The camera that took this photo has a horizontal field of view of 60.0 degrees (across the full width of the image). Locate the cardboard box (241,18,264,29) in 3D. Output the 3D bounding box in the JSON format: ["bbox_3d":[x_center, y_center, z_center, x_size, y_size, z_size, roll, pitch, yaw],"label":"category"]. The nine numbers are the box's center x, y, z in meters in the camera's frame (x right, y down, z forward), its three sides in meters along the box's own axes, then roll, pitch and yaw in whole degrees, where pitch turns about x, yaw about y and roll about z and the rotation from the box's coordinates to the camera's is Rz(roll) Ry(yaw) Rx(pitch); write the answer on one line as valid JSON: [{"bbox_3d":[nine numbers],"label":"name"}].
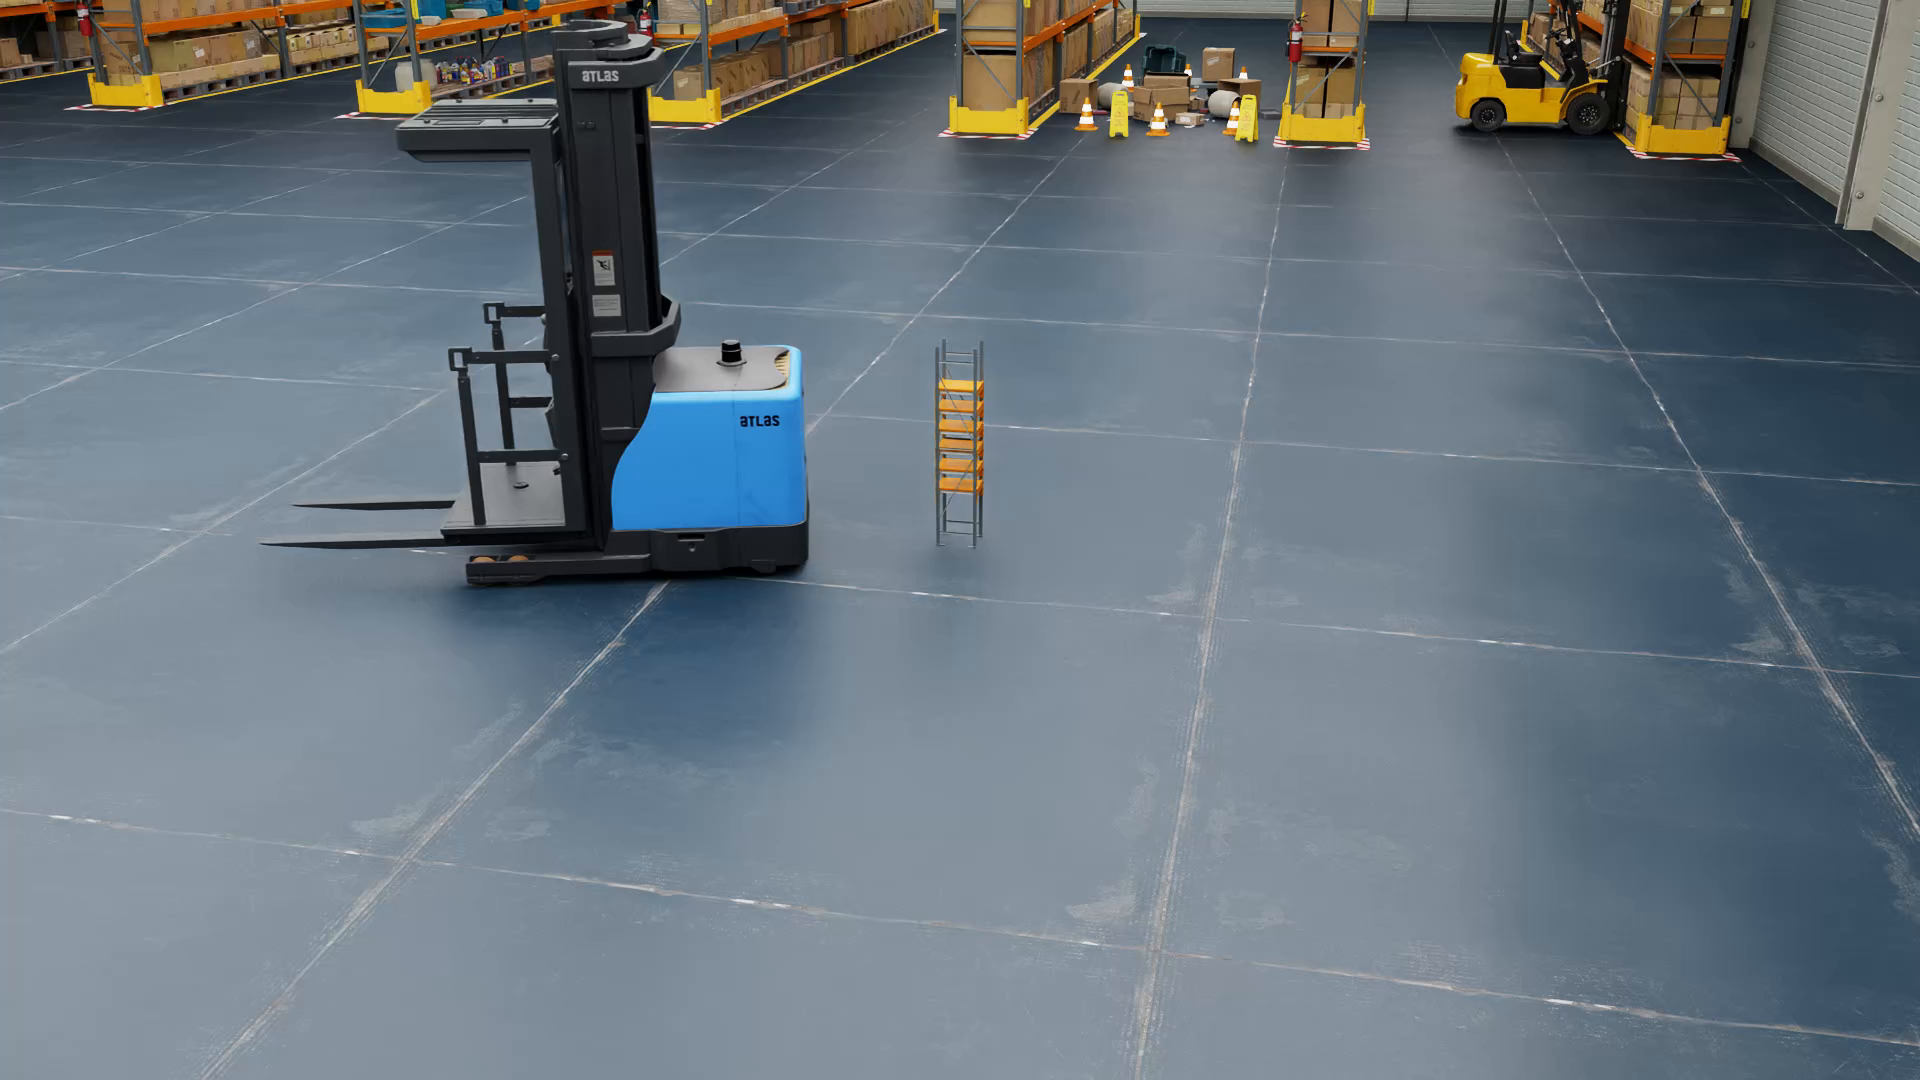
[{"bbox_3d":[-16.676,-12.172,38.377,0.750,0.750,0.750,5,23,13],"label":"cardboard box"}]

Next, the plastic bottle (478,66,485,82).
[{"bbox_3d":[-8.435,-8.217,29.305,0.097,0.271,0.097,0,22,0],"label":"plastic bottle"}]

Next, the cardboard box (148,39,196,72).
[{"bbox_3d":[-13.663,-8.412,28.839,0.500,0.500,0.500,4,22,11],"label":"cardboard box"}]

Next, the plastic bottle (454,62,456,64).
[{"bbox_3d":[-9.029,-8.416,29.797,0.097,0.271,0.097,0,22,0],"label":"plastic bottle"}]

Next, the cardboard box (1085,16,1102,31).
[{"bbox_3d":[2.555,-10.339,33.290,0.500,0.250,0.500,4,22,10],"label":"cardboard box"}]

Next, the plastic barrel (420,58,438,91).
[{"bbox_3d":[-9.080,-7.874,28.158,0.421,0.512,0.421,0,22,0],"label":"plastic barrel"}]

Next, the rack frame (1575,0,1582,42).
[{"bbox_3d":[11.800,-9.819,30.219,1.000,3.000,0.127,4,22,11],"label":"rack frame"}]

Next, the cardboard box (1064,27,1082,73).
[{"bbox_3d":[1.687,-9.152,31.012,1.050,0.750,0.750,5,22,12],"label":"cardboard box"}]

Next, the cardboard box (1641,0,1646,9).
[{"bbox_3d":[10.202,-7.860,24.352,0.380,0.149,0.250,5,22,11],"label":"cardboard box"}]

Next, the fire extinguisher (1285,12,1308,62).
[{"bbox_3d":[4.834,-7.228,23.889,0.296,0.674,0.183,4,22,11],"label":"fire extinguisher"}]

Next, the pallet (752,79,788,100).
[{"bbox_3d":[-3.680,-7.947,29.303,1.003,0.211,1.213,4,22,11],"label":"pallet"}]

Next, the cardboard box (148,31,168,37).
[{"bbox_3d":[-17.404,-10.862,35.565,0.700,0.500,0.500,5,22,12],"label":"cardboard box"}]

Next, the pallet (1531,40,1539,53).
[{"bbox_3d":[13.005,-10.687,36.107,1.003,0.211,1.213,4,22,11],"label":"pallet"}]

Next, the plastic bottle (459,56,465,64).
[{"bbox_3d":[-8.997,-8.578,30.095,0.144,0.351,0.185,5,22,12],"label":"plastic bottle"}]

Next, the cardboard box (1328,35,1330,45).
[{"bbox_3d":[5.618,-7.356,24.439,0.380,0.149,0.250,5,22,12],"label":"cardboard box"}]

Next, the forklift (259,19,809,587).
[{"bbox_3d":[-2.401,-1.303,9.166,3.031,2.935,1.130,-2,22,-4],"label":"forklift"}]

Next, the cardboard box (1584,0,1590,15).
[{"bbox_3d":[11.363,-9.422,29.435,0.500,0.250,0.500,4,22,10],"label":"cardboard box"}]

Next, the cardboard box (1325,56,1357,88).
[{"bbox_3d":[6.061,-7.391,26.304,0.500,0.500,0.500,6,23,14],"label":"cardboard box"}]

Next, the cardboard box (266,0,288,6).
[{"bbox_3d":[-13.217,-10.359,31.761,0.500,0.250,0.500,6,23,14],"label":"cardboard box"}]

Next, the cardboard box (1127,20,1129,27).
[{"bbox_3d":[3.681,-11.877,38.186,0.380,0.149,0.250,5,22,12],"label":"cardboard box"}]

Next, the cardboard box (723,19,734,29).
[{"bbox_3d":[-3.878,-8.360,26.931,0.380,0.149,0.250,4,22,11],"label":"cardboard box"}]

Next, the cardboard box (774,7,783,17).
[{"bbox_3d":[-3.333,-9.271,29.195,0.380,0.149,0.250,4,22,11],"label":"cardboard box"}]

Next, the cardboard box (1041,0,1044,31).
[{"bbox_3d":[0.869,-8.415,26.531,0.875,0.550,0.500,4,22,11],"label":"cardboard box"}]

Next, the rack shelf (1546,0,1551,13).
[{"bbox_3d":[13.025,-11.680,35.802,1.077,0.370,4.000,4,22,11],"label":"rack shelf"}]

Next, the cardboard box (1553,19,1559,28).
[{"bbox_3d":[12.283,-10.507,33.844,0.380,0.149,0.250,6,23,13],"label":"cardboard box"}]

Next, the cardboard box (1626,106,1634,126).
[{"bbox_3d":[10.065,-6.190,24.326,0.500,0.250,0.500,4,22,11],"label":"cardboard box"}]

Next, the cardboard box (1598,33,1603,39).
[{"bbox_3d":[12.265,-9.515,31.378,0.380,0.149,0.250,5,22,12],"label":"cardboard box"}]

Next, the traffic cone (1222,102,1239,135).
[{"bbox_3d":[4.133,-6.349,24.999,0.336,0.463,0.334,4,22,11],"label":"traffic cone"}]

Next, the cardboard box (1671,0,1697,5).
[{"bbox_3d":[10.035,-7.526,23.124,0.380,0.149,0.250,5,22,11],"label":"cardboard box"}]

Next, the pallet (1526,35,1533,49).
[{"bbox_3d":[13.256,-11.132,37.212,1.003,0.211,1.213,4,22,11],"label":"pallet"}]

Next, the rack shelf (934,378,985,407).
[{"bbox_3d":[-0.003,-0.844,9.498,0.258,0.103,0.180,4,22,11],"label":"rack shelf"}]

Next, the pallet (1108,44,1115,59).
[{"bbox_3d":[2.733,-10.421,35.447,1.003,0.211,1.213,4,22,11],"label":"pallet"}]

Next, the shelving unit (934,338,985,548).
[{"bbox_3d":[-0.003,-0.551,9.616,0.258,1.200,0.189,4,22,11],"label":"shelving unit"}]

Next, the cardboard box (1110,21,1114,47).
[{"bbox_3d":[2.986,-10.745,35.302,0.500,0.500,0.500,4,22,10],"label":"cardboard box"}]

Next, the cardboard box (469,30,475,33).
[{"bbox_3d":[-11.462,-12.013,38.424,0.500,0.500,0.500,4,22,11],"label":"cardboard box"}]

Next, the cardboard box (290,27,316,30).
[{"bbox_3d":[-13.162,-10.151,33.412,0.500,0.311,0.500,4,22,10],"label":"cardboard box"}]

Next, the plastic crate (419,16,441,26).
[{"bbox_3d":[-8.745,-8.584,27.505,0.298,0.136,0.250,4,22,11],"label":"plastic crate"}]

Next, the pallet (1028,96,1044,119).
[{"bbox_3d":[0.779,-7.061,27.102,1.003,0.211,1.213,4,22,11],"label":"pallet"}]

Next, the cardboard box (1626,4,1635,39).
[{"bbox_3d":[10.446,-7.883,25.279,0.500,0.500,0.500,4,22,10],"label":"cardboard box"}]

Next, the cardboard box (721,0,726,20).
[{"bbox_3d":[-4.270,-8.601,26.663,0.875,0.500,0.500,4,22,11],"label":"cardboard box"}]

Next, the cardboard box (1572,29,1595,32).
[{"bbox_3d":[11.874,-9.644,31.699,0.380,0.149,0.250,5,22,12],"label":"cardboard box"}]

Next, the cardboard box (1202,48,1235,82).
[{"bbox_3d":[4.376,-8.050,28.158,0.500,0.500,0.500,4,22,11],"label":"cardboard box"}]

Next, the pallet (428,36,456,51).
[{"bbox_3d":[-12.018,-11.130,37.206,1.003,0.211,1.213,4,22,11],"label":"pallet"}]

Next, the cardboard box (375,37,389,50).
[{"bbox_3d":[-12.327,-10.417,34.821,0.500,0.250,0.500,5,22,12],"label":"cardboard box"}]

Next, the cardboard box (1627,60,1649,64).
[{"bbox_3d":[10.374,-7.217,25.539,0.500,0.250,0.500,5,23,13],"label":"cardboard box"}]

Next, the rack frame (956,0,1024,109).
[{"bbox_3d":[0.442,-7.611,24.736,1.000,3.000,0.127,4,22,11],"label":"rack frame"}]

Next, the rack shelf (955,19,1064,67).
[{"bbox_3d":[0.850,-8.009,26.687,1.077,0.370,4.000,4,22,11],"label":"rack shelf"}]

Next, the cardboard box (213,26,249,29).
[{"bbox_3d":[-13.675,-9.367,31.211,0.500,0.500,0.500,4,22,11],"label":"cardboard box"}]

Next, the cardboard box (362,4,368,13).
[{"bbox_3d":[-15.721,-13.782,42.843,0.700,0.500,0.500,4,22,11],"label":"cardboard box"}]

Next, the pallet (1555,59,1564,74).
[{"bbox_3d":[12.241,-9.241,32.516,1.003,0.211,1.213,4,22,11],"label":"pallet"}]

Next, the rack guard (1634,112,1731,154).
[{"bbox_3d":[10.163,-5.725,23.400,1.175,0.500,0.348,4,22,11],"label":"rack guard"}]

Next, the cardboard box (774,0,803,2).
[{"bbox_3d":[-3.278,-10.242,29.903,1.000,1.000,1.000,5,22,11],"label":"cardboard box"}]
